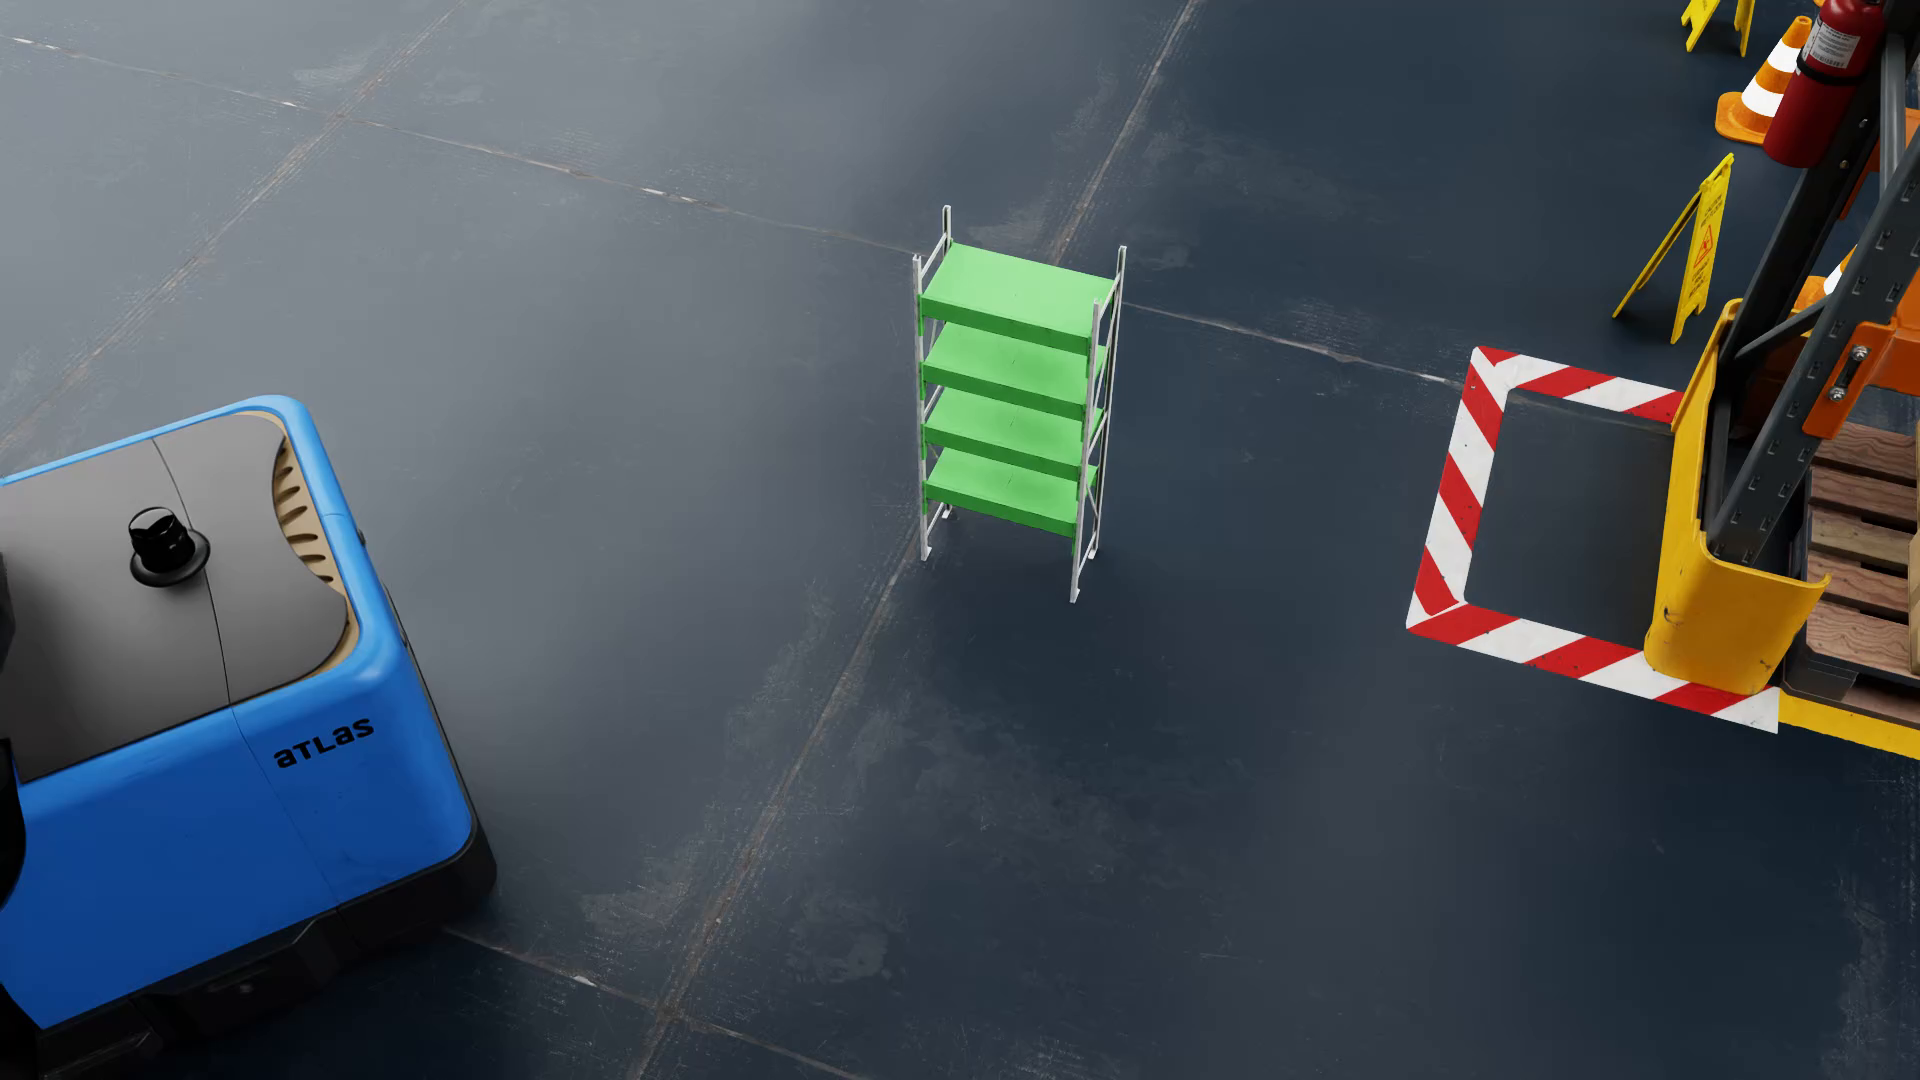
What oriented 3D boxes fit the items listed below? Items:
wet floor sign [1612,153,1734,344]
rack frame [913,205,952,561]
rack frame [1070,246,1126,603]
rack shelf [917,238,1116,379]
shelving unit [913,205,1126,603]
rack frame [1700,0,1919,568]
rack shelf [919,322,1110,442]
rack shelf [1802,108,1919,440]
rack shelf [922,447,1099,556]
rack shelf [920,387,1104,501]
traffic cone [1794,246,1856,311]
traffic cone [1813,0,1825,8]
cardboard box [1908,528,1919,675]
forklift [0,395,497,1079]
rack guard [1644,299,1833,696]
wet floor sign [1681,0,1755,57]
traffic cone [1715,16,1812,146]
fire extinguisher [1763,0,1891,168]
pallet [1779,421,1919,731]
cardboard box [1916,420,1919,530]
[{"bbox_3d":[2.503,-1.029,5.715,0.232,0.644,0.267,33,57,25],"label":"wet floor sign"},{"bbox_3d":[-0.074,-0.414,4.814,0.015,1.200,0.240,16,51,13],"label":"rack frame"},{"bbox_3d":[0.384,-0.286,4.704,0.015,1.200,0.240,16,51,13],"label":"rack frame"},{"bbox_3d":[0.155,-0.622,4.445,0.480,0.148,0.258,16,51,13],"label":"rack shelf"},{"bbox_3d":[0.155,-0.350,4.759,0.503,1.200,0.258,16,51,13],"label":"shelving unit"},{"bbox_3d":[2.311,-0.992,4.124,0.127,3.000,1.000,16,51,13],"label":"rack frame"},{"bbox_3d":[0.155,-0.465,4.626,0.480,0.148,0.258,16,51,13],"label":"rack shelf"},{"bbox_3d":[4.187,-0.232,3.942,4.000,0.370,1.077,16,51,13],"label":"rack shelf"},{"bbox_3d":[0.155,-0.151,4.989,0.480,0.148,0.258,16,51,13],"label":"rack shelf"},{"bbox_3d":[0.155,-0.308,4.807,0.480,0.148,0.258,16,51,13],"label":"rack shelf"},{"bbox_3d":[3.161,-0.963,5.778,0.334,0.463,0.336,16,51,13],"label":"traffic cone"},{"bbox_3d":[3.937,-2.550,7.154,0.334,0.463,0.336,16,51,13],"label":"traffic cone"},{"bbox_3d":[2.971,0.179,4.652,0.500,0.250,0.500,15,51,13],"label":"cardboard box"},{"bbox_3d":[-2.767,0.199,3.138,3.031,2.935,1.130,-22,53,-18],"label":"forklift"},{"bbox_3d":[2.382,-0.153,5.052,0.348,0.500,1.175,16,51,13],"label":"rack guard"},{"bbox_3d":[3.218,-2.360,6.868,0.232,0.644,0.267,8,50,7],"label":"wet floor sign"},{"bbox_3d":[3.227,-1.838,6.537,0.334,0.463,0.336,16,51,13],"label":"traffic cone"},{"bbox_3d":[2.363,-1.323,4.463,0.183,0.674,0.296,16,51,13],"label":"fire extinguisher"},{"bbox_3d":[3.132,0.179,4.955,1.213,0.211,1.003,16,51,13],"label":"pallet"},{"bbox_3d":[3.185,-0.201,4.981,0.500,0.250,0.500,15,51,13],"label":"cardboard box"}]
